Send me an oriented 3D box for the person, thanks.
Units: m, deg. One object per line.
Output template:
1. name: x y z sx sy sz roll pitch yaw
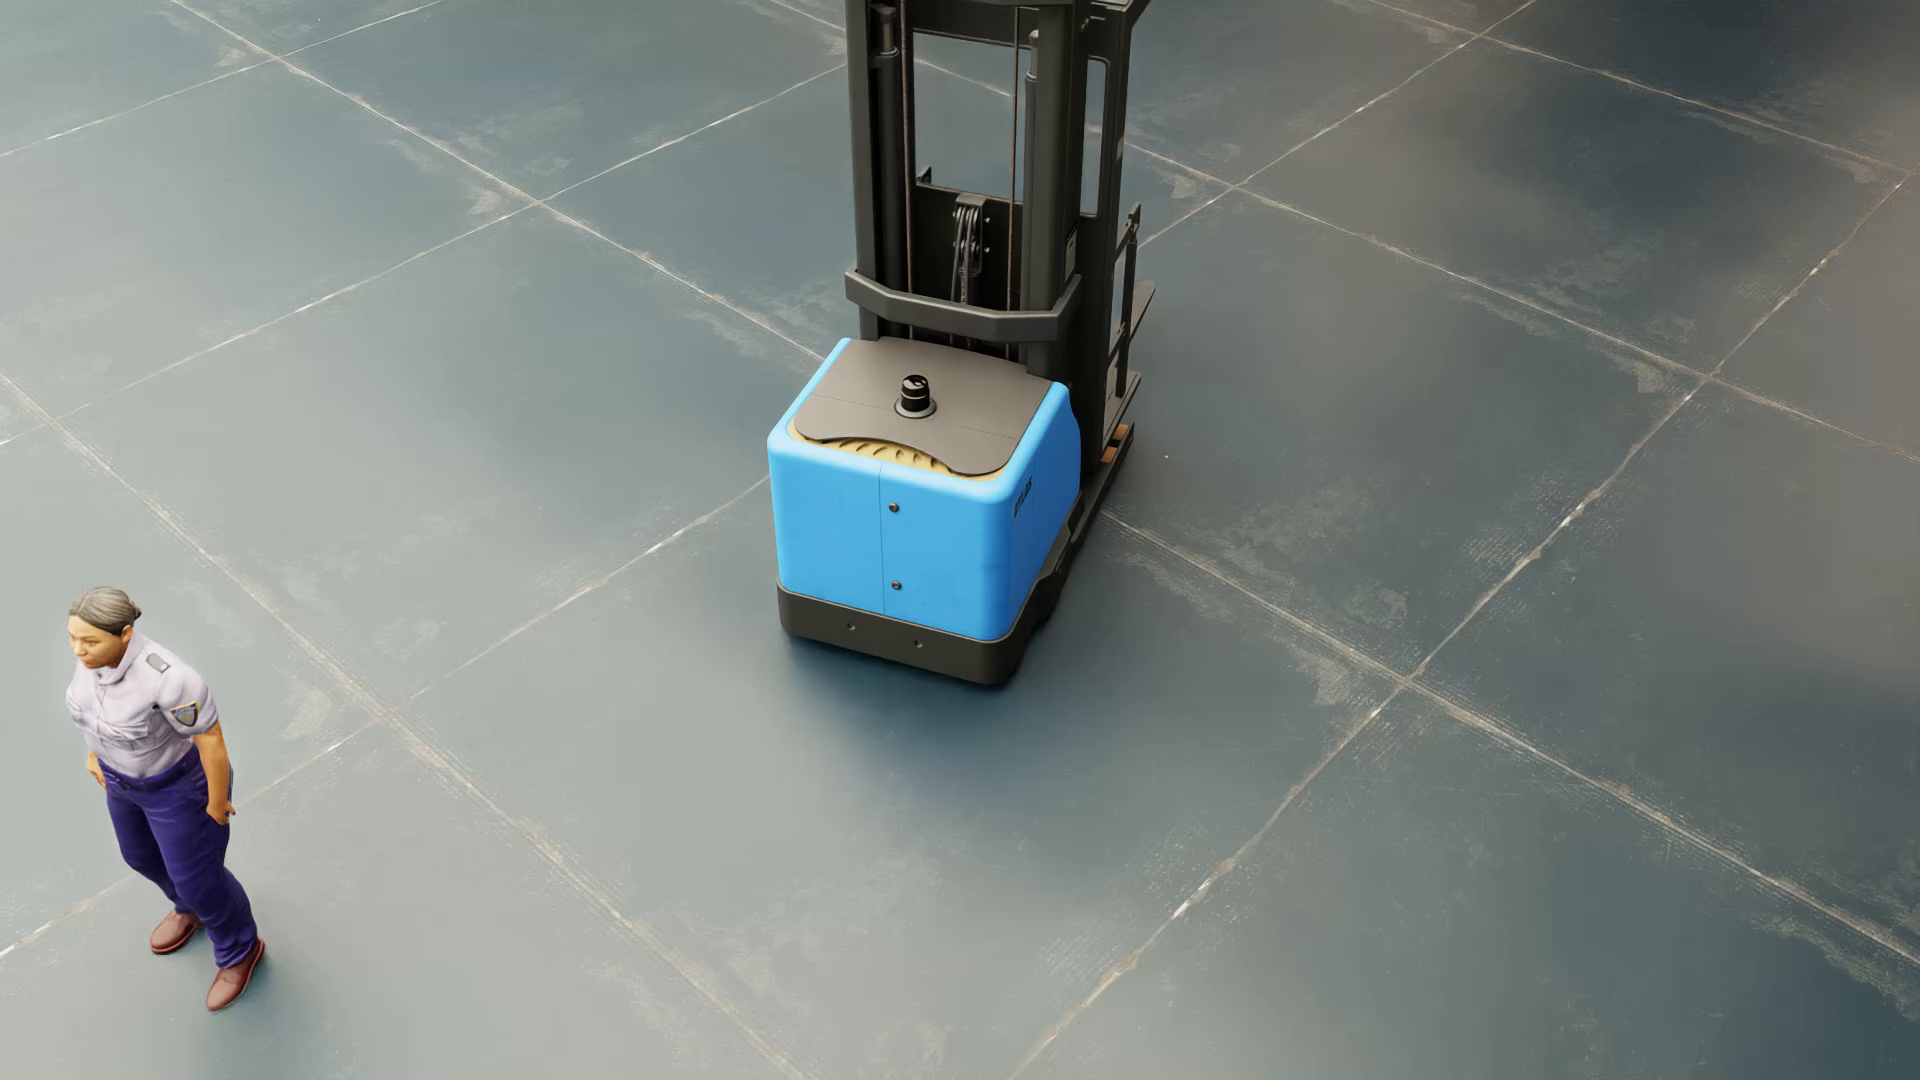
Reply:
1. person: -2.659 0.834 5.467 0.555 1.676 0.458 20 44 22

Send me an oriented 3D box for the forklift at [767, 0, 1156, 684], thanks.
1. forklift: 0.211 -1.484 7.158 1.130 2.935 3.031 14 42 15
